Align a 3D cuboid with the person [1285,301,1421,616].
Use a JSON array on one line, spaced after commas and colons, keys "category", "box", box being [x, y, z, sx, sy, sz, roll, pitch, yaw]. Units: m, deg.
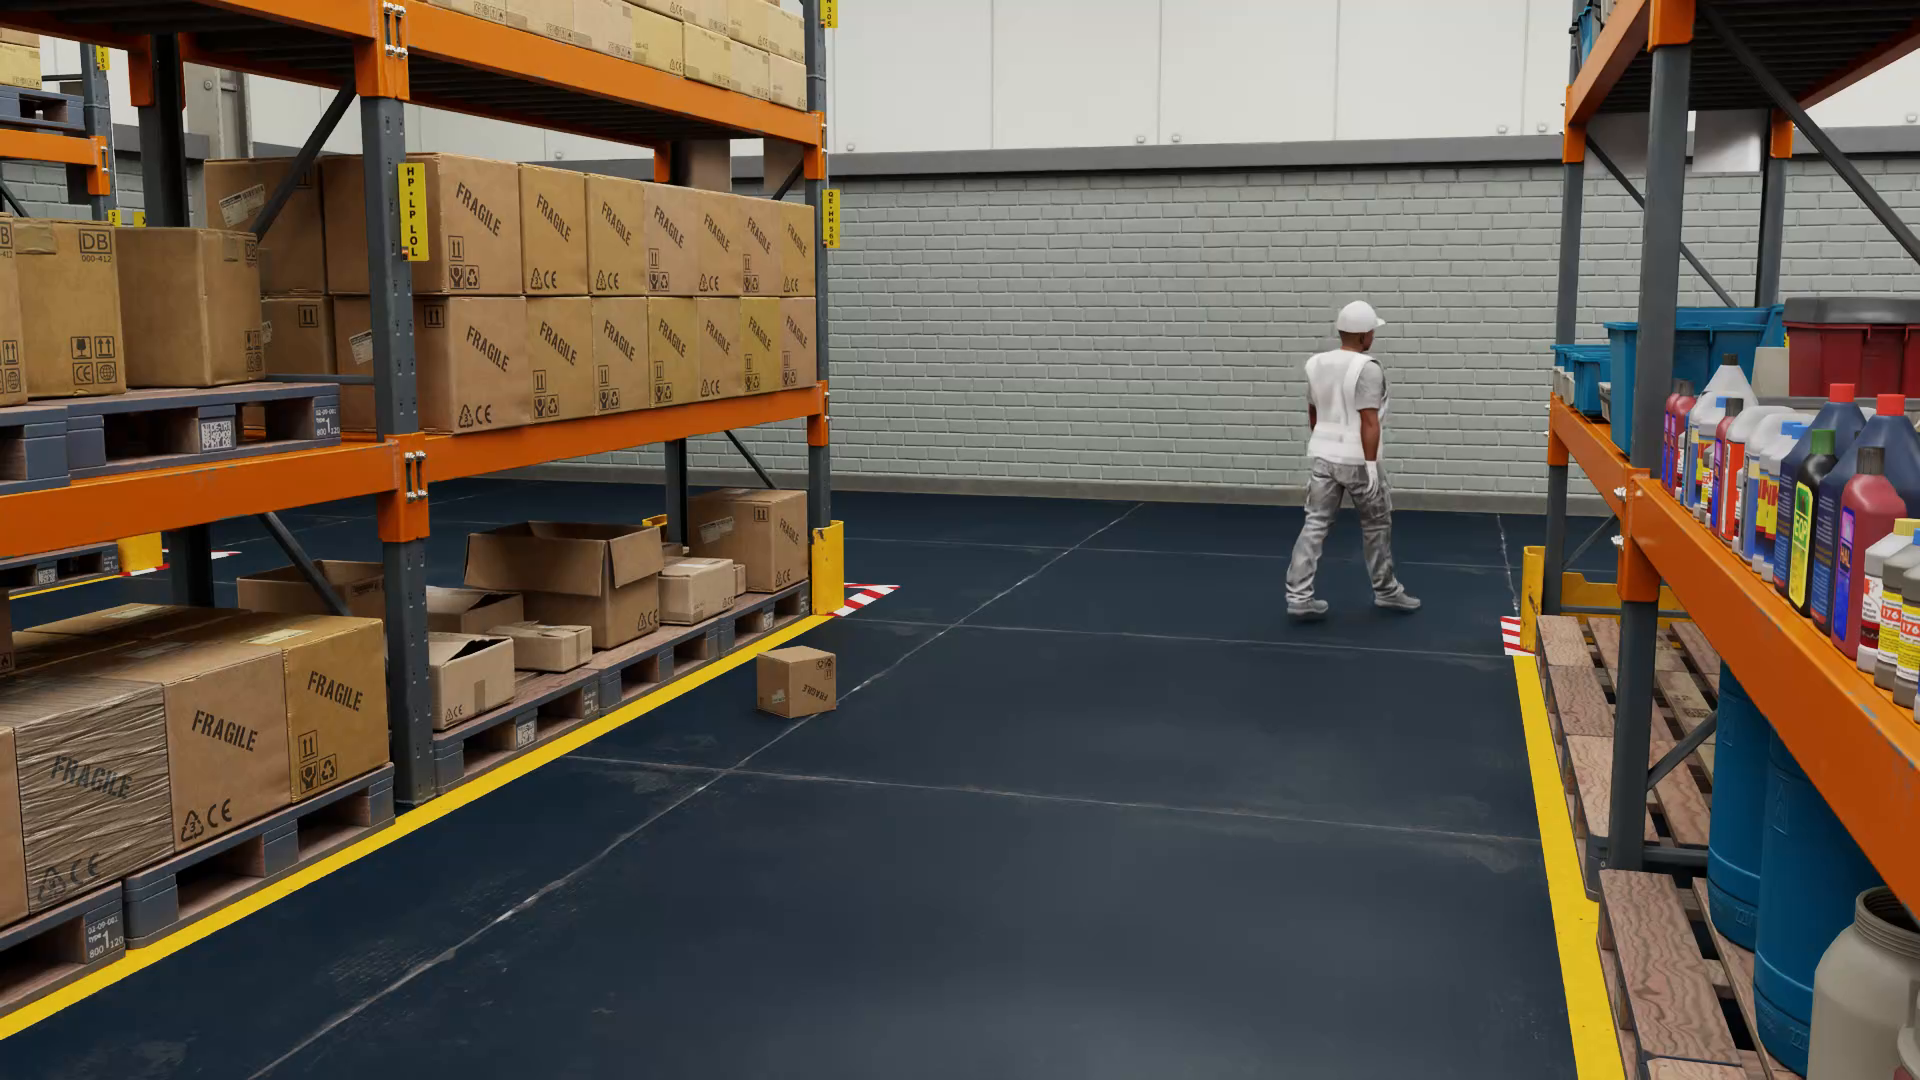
[{"category": "person", "box": [2.229, -0.457, 9.329, 0.922, 1.752, 0.620, -6, 10, -37]}]
